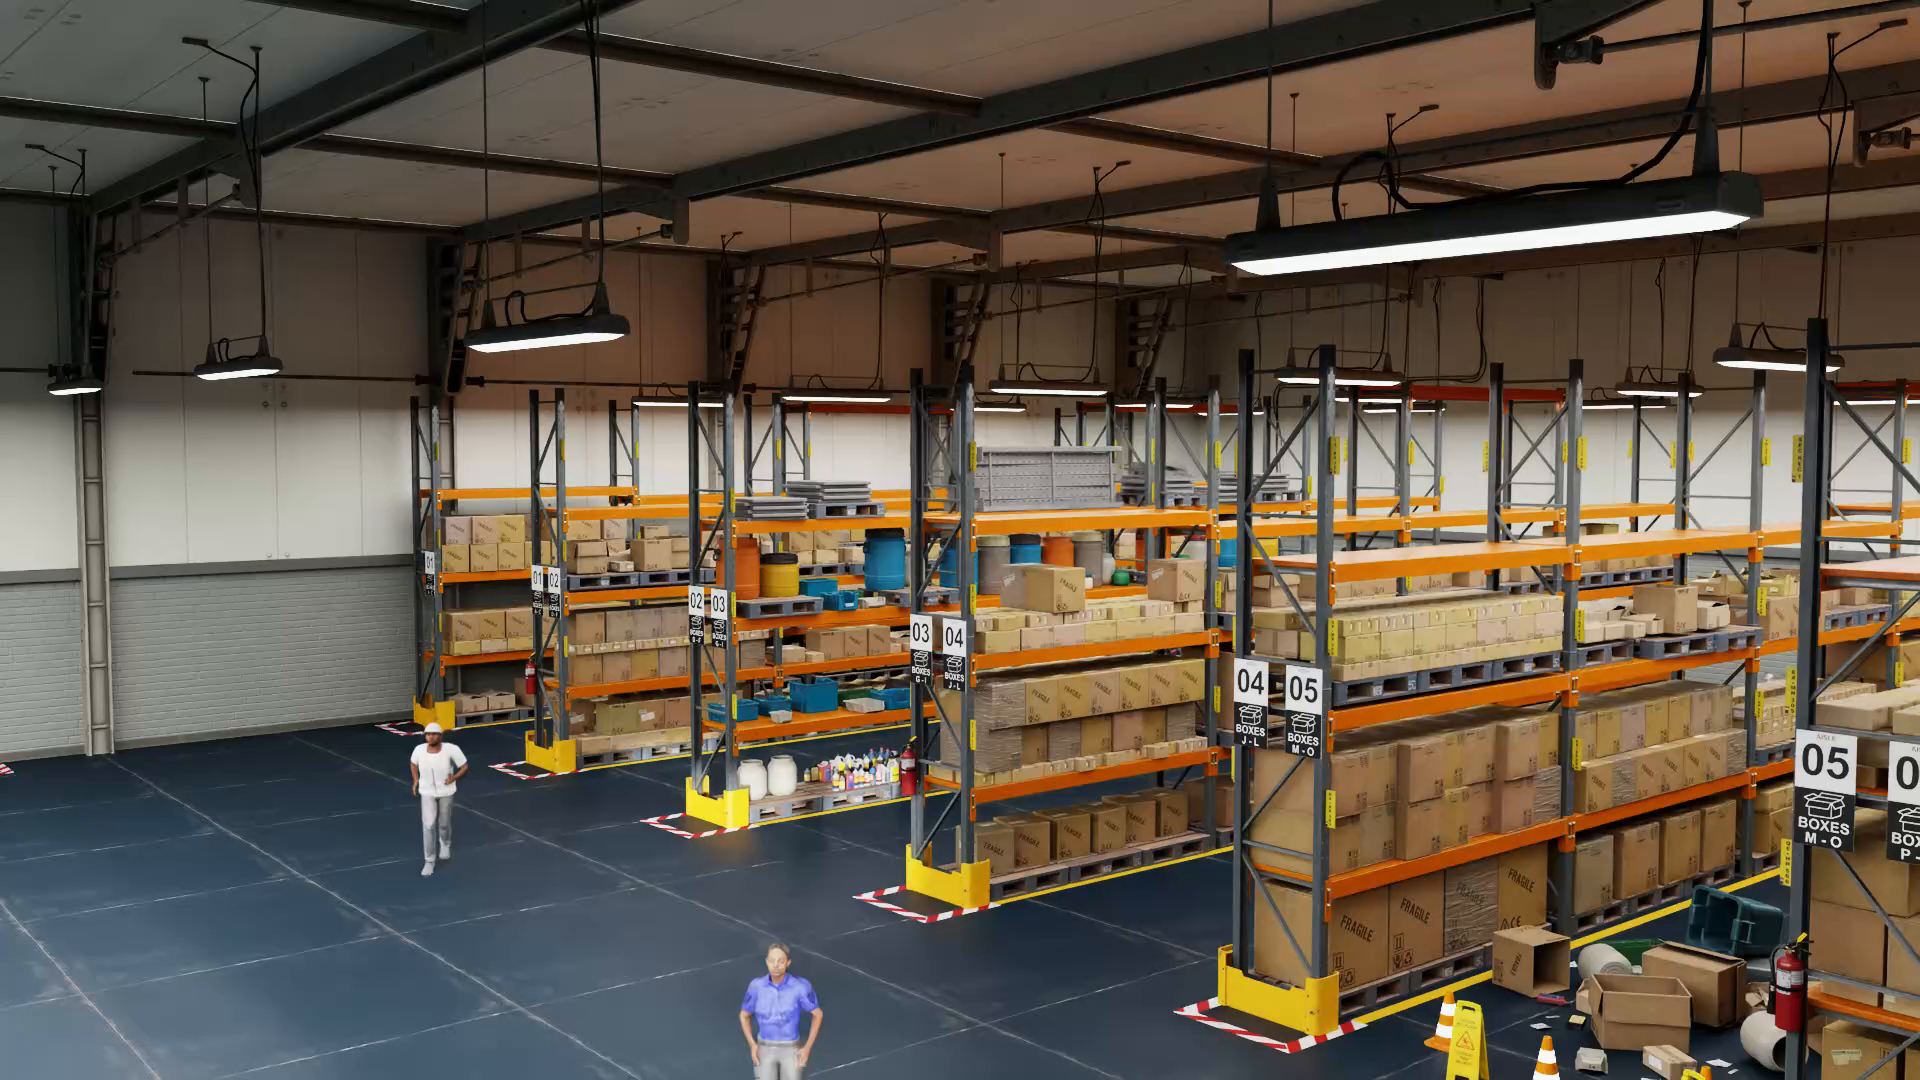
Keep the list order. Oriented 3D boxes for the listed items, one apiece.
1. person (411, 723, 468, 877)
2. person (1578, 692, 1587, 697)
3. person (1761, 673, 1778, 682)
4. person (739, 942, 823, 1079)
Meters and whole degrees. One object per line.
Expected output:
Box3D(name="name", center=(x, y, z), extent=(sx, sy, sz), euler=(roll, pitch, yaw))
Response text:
Box3D(name="person", center=(-6.302, 3.085, 20.136), extent=(0.691, 1.801, 0.854), euler=(-1, 3, -11))
Box3D(name="person", center=(8.898, 2.966, 23.927), extent=(0.548, 1.558, 0.518), euler=(-3, 5, -43))
Box3D(name="person", center=(12.186, 2.864, 25.027), extent=(0.769, 1.732, 0.582), euler=(-2, 4, -34))
Box3D(name="person", center=(-1.278, 3.655, 11.882), extent=(0.597, 1.614, 0.605), euler=(0, 3, 1))
